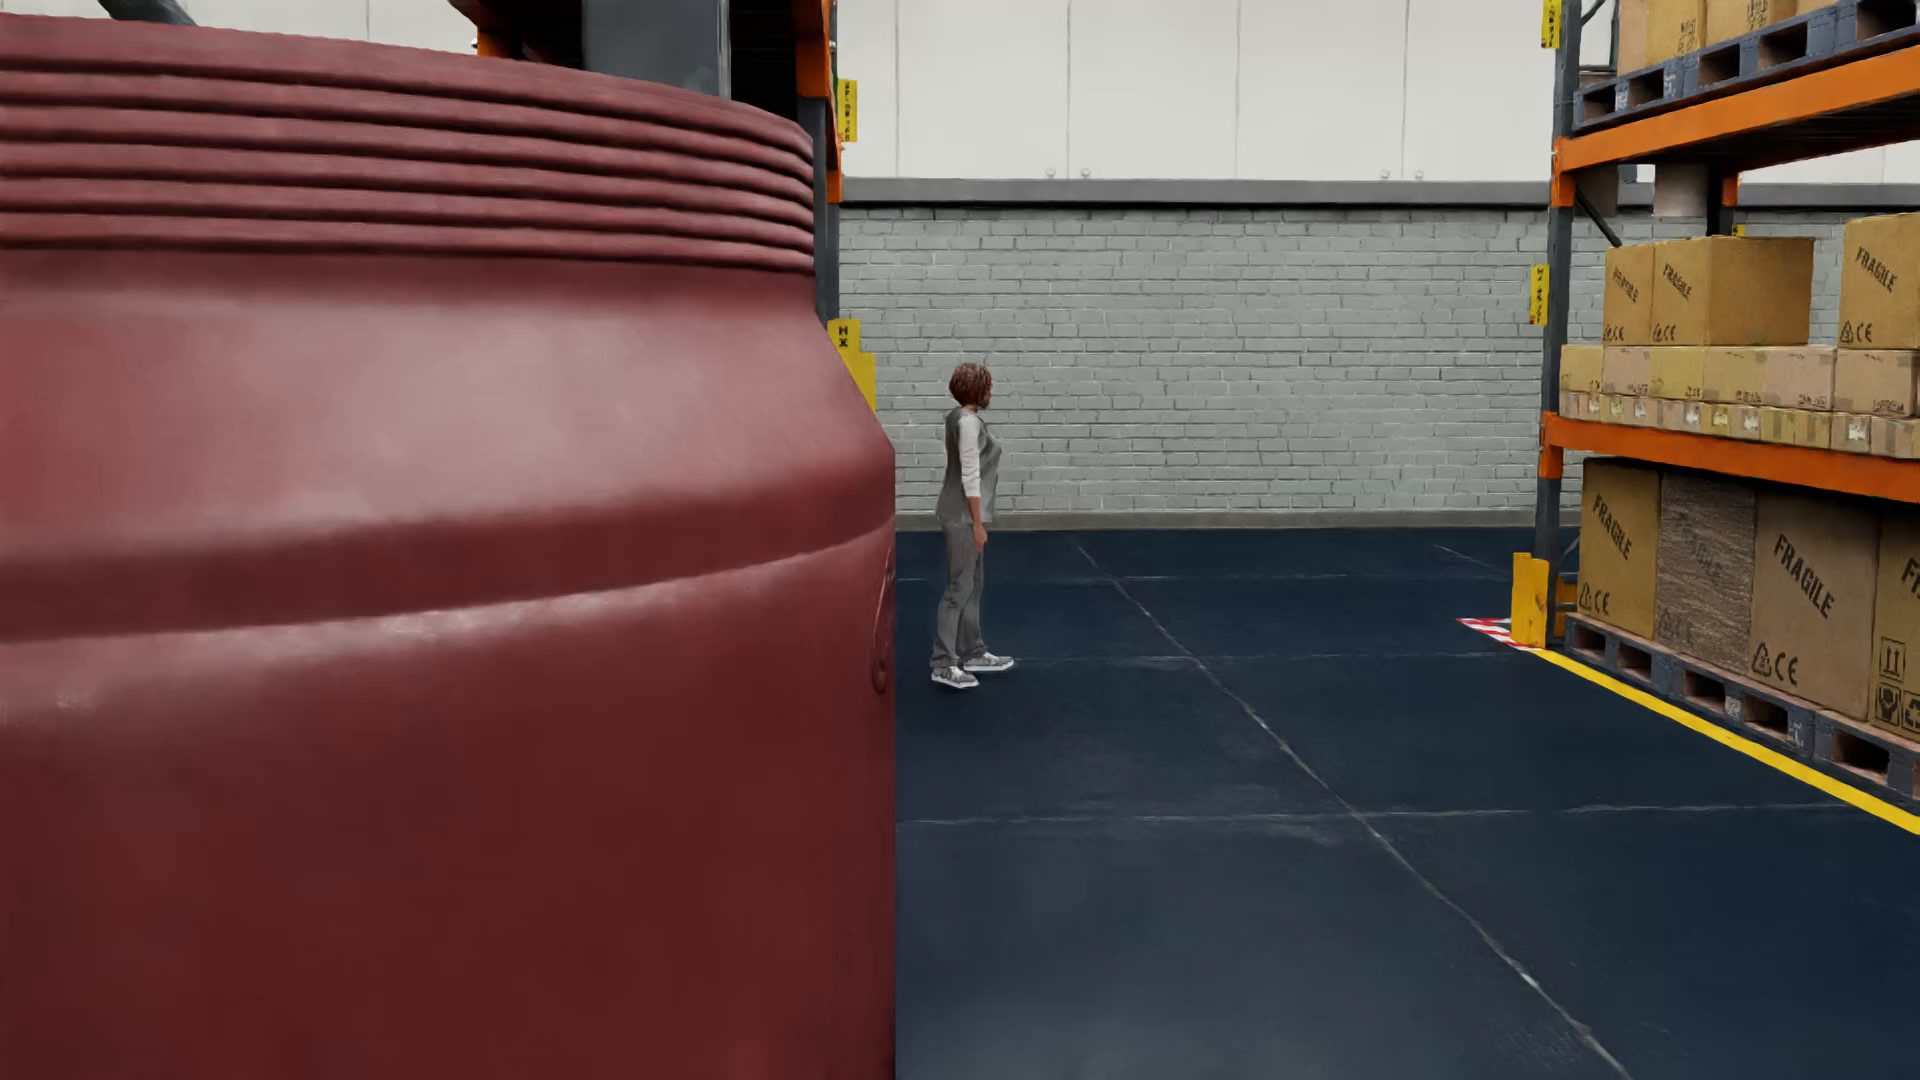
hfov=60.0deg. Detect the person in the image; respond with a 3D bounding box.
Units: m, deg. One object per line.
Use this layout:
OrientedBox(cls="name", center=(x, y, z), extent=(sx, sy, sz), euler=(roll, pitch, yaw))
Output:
OrientedBox(cls="person", center=(0.067, -0.089, 8.323), extent=(0.453, 1.595, 0.523), euler=(-1, 7, -5))
